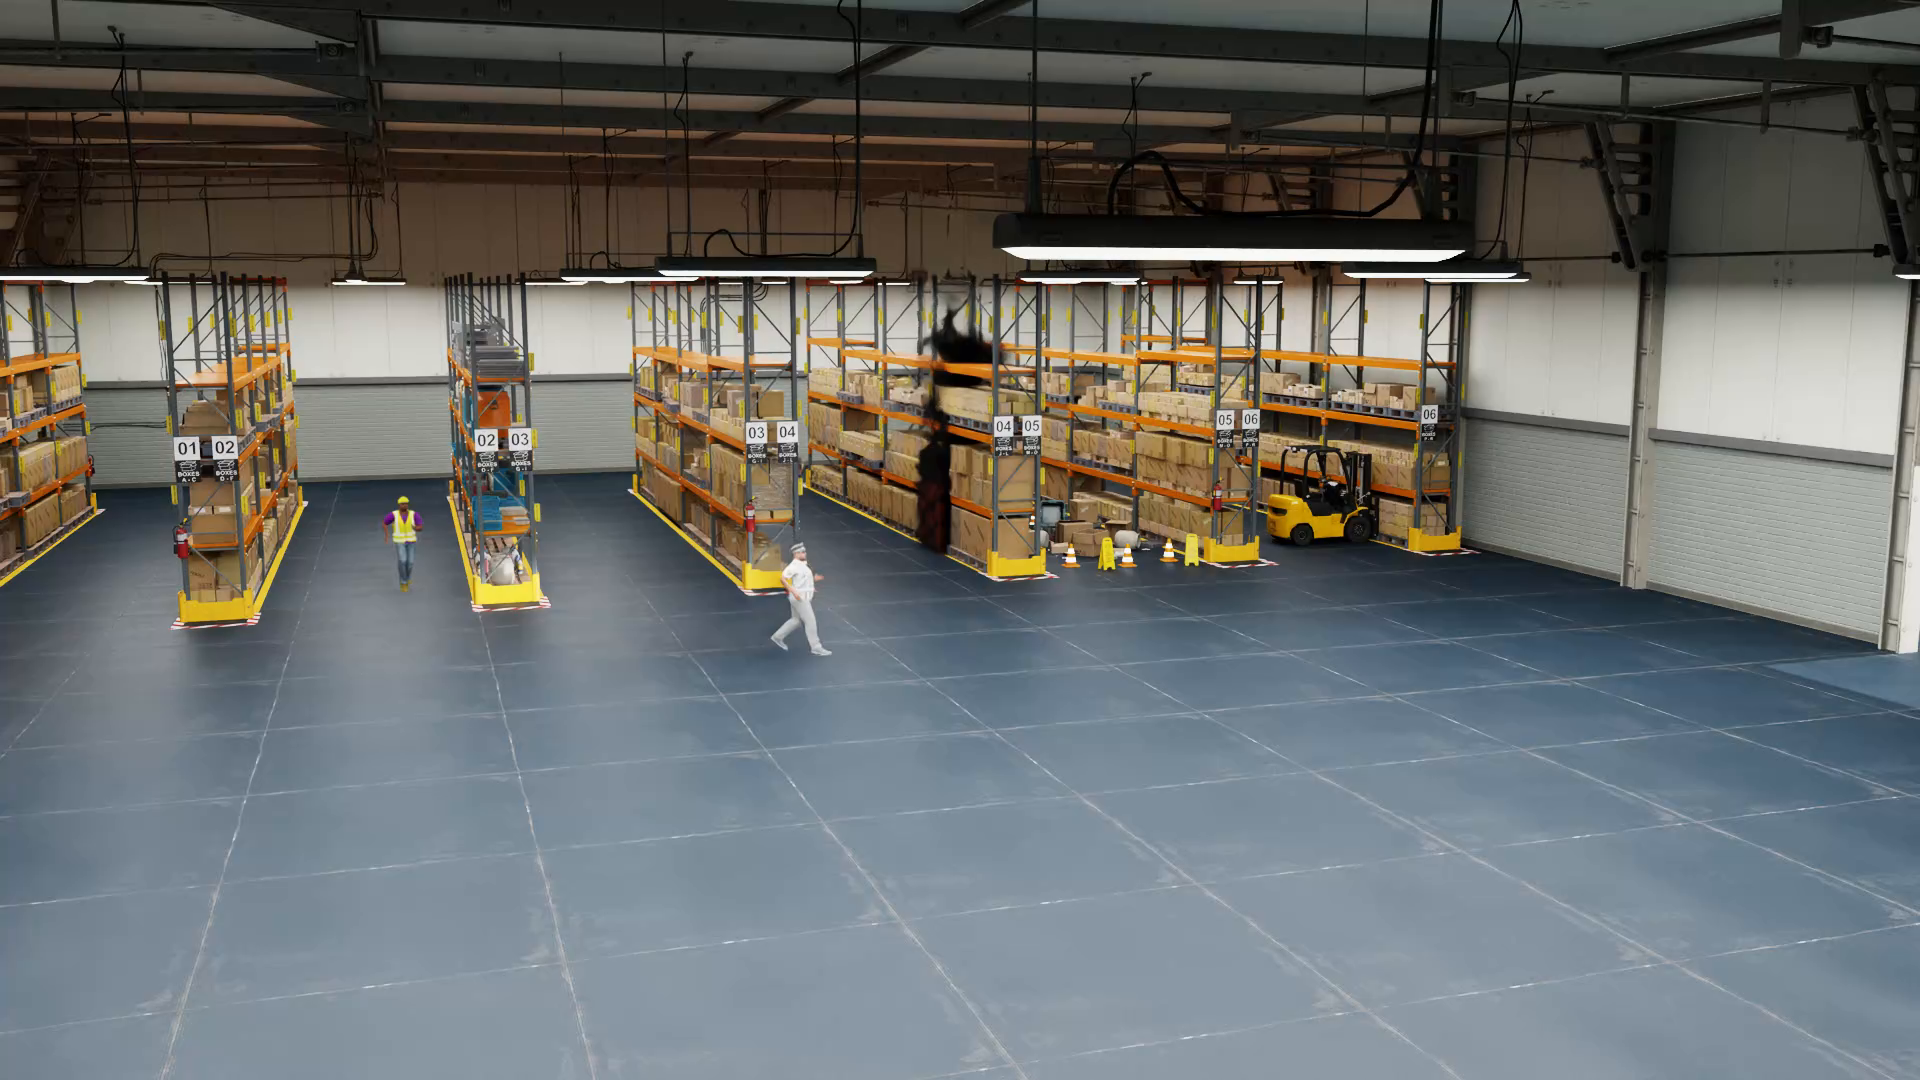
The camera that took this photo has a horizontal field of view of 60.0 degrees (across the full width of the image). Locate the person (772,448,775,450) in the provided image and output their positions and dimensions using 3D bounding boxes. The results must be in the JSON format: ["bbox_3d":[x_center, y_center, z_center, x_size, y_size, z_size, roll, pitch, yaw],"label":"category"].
[{"bbox_3d":[-5.550,-2.254,47.892,0.582,1.575,0.655,3,9,19],"label":"person"}]

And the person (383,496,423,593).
[{"bbox_3d":[-10.590,0.077,31.727,0.675,1.832,0.779,-5,10,-32],"label":"person"}]

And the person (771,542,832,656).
[{"bbox_3d":[-2.496,0.913,26.013,0.988,1.771,0.660,0,9,2],"label":"person"}]

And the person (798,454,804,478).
[{"bbox_3d":[-4.427,-1.726,44.386,0.536,1.570,0.515,-1,9,-10],"label":"person"}]
